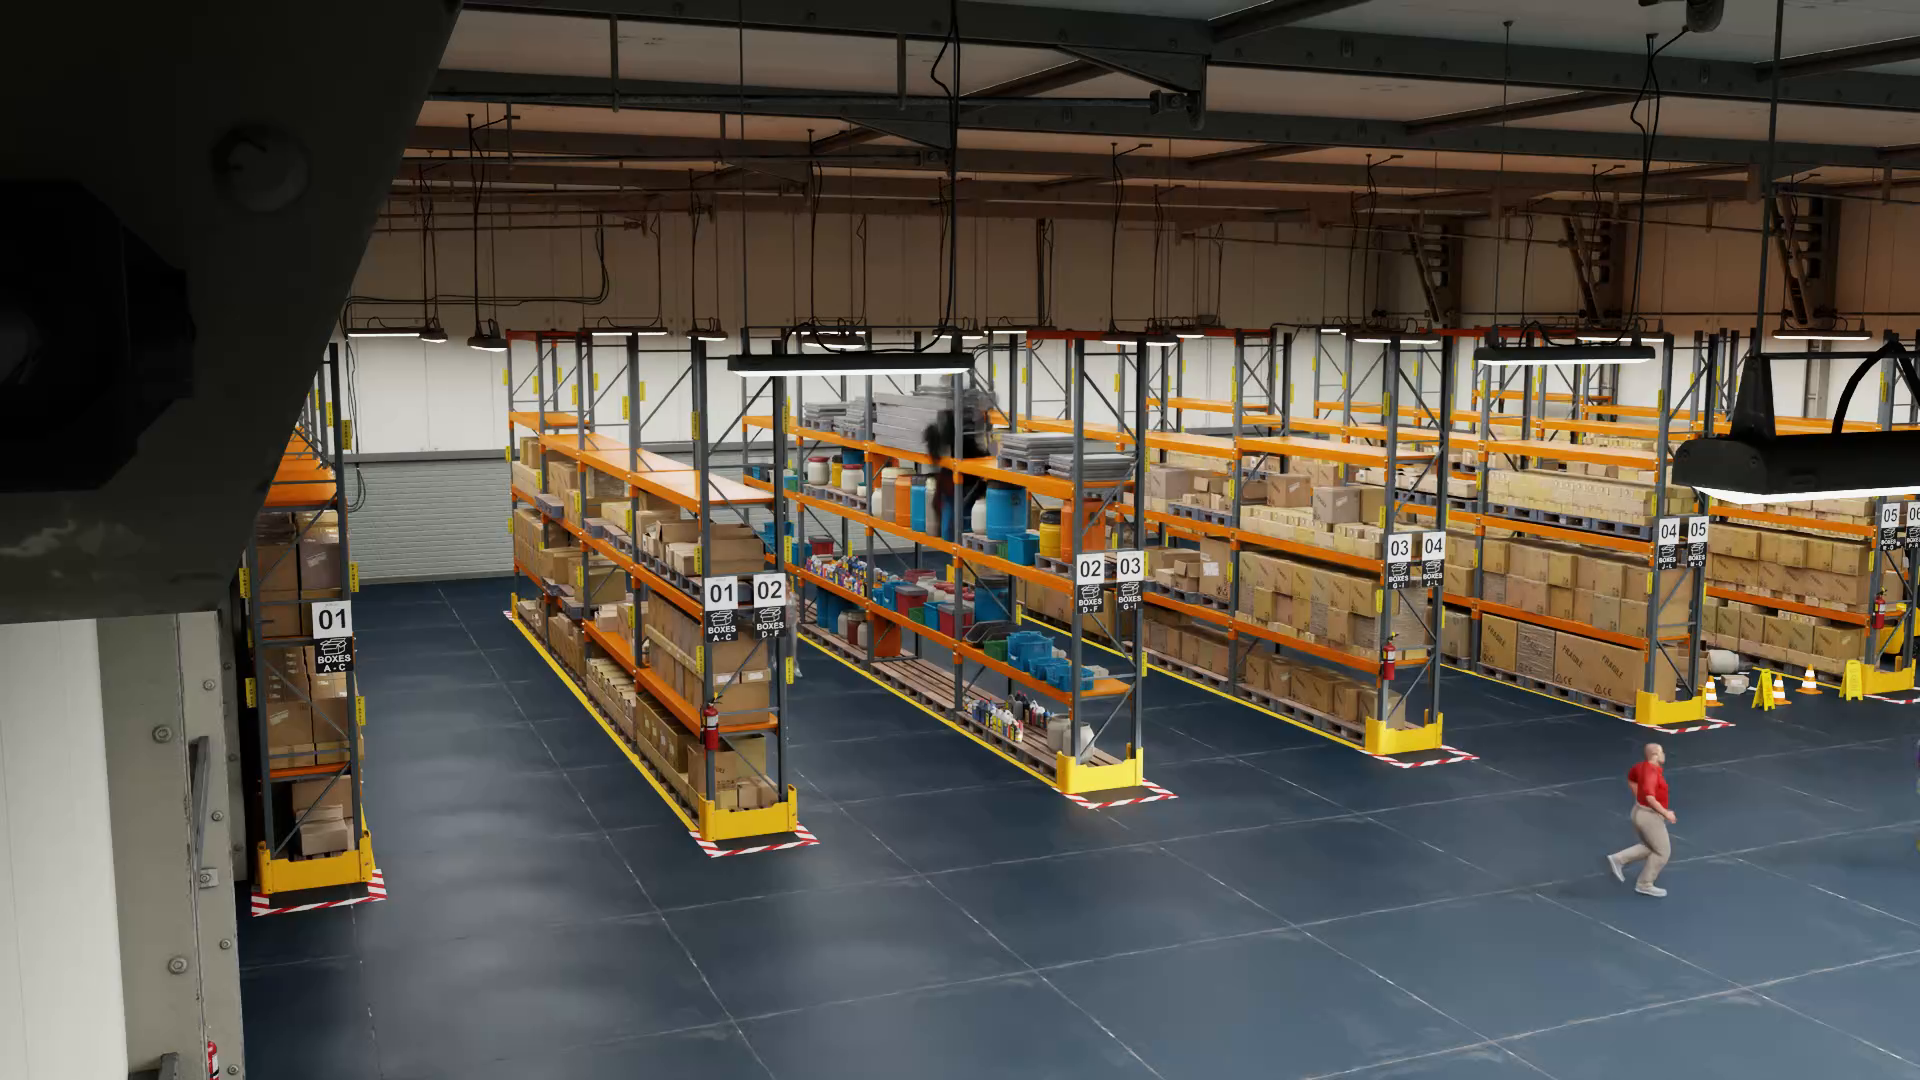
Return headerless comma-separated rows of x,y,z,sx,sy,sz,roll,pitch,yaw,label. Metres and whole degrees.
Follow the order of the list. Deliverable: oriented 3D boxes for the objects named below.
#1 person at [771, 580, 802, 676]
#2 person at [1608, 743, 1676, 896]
-2.925,1.461,28.034,0.540,1.596,0.818,-6,10,-38,person
7.468,3.043,18.195,0.616,1.678,0.695,1,8,4,person
